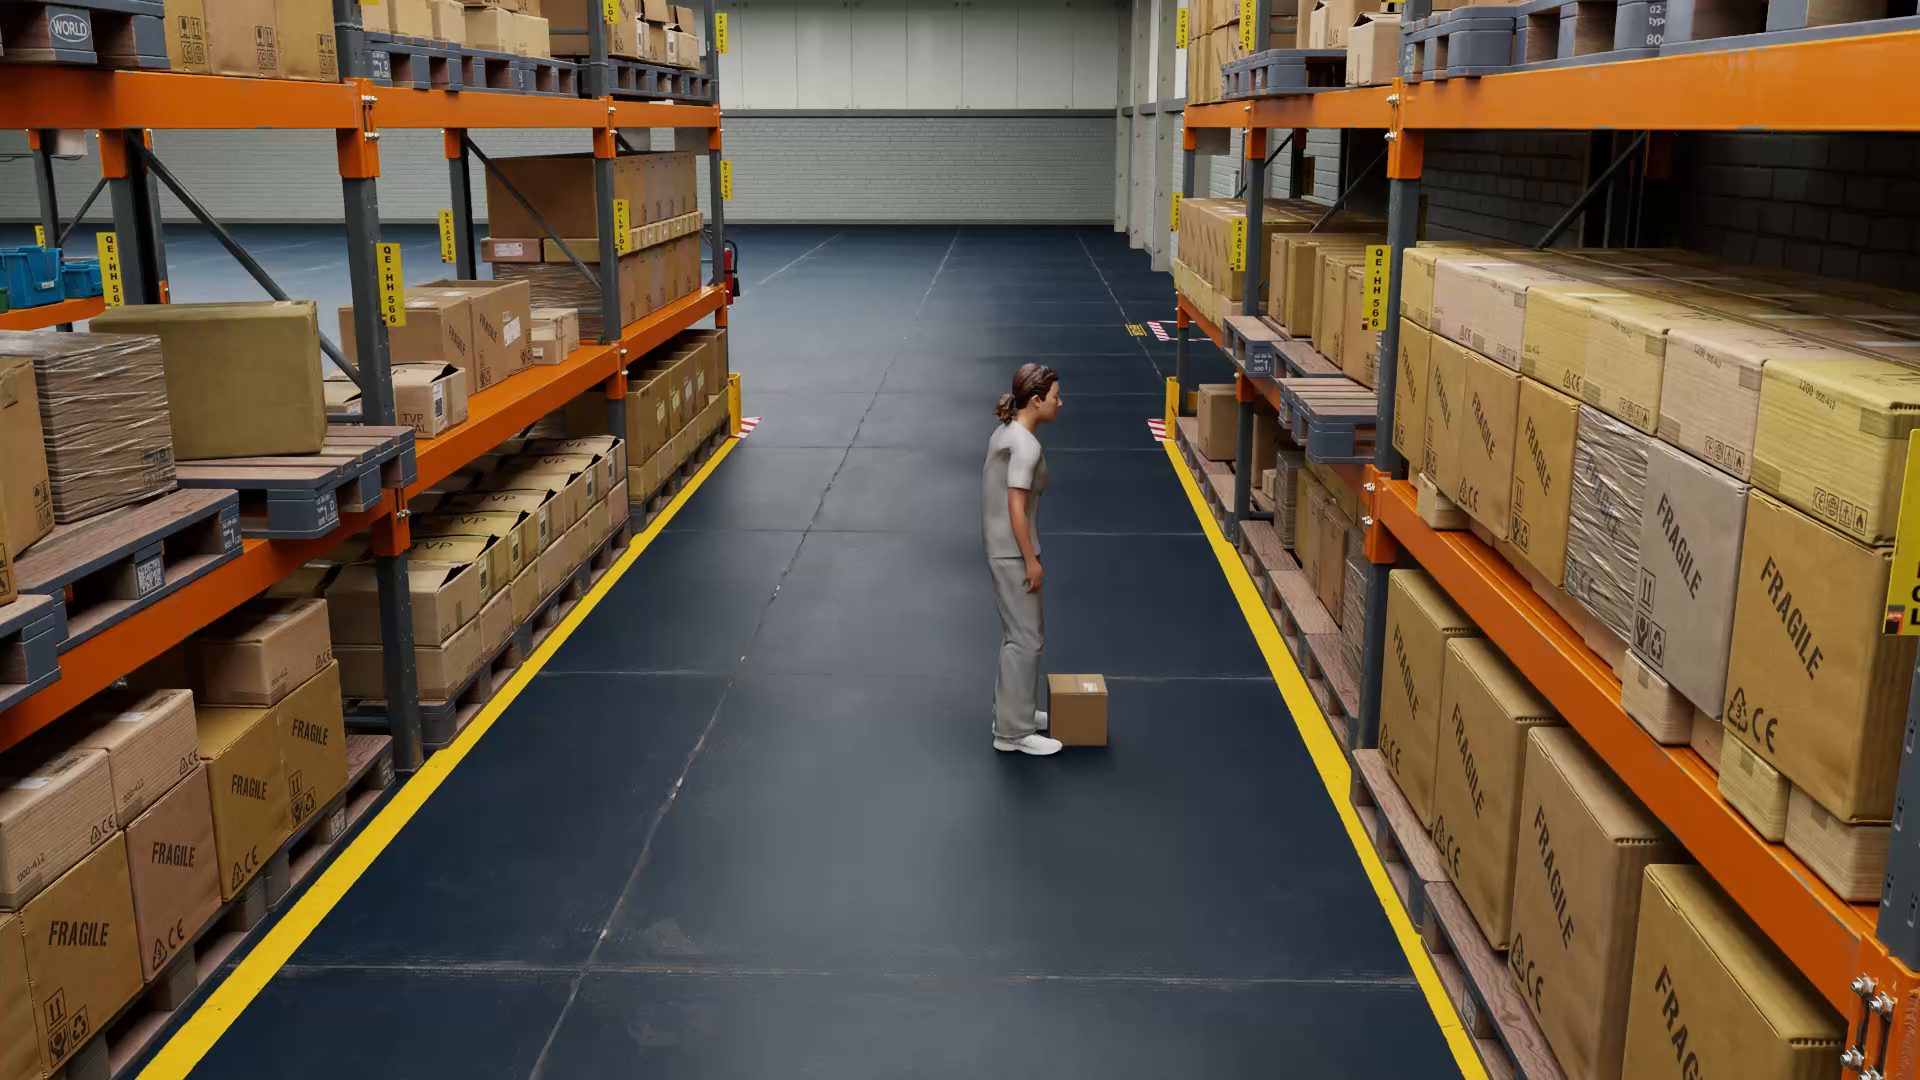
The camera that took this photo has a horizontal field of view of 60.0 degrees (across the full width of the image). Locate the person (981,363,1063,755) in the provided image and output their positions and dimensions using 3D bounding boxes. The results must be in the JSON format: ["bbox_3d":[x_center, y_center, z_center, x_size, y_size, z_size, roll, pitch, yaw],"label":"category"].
[{"bbox_3d":[0.274,0.067,7.235,0.364,1.672,0.514,0,14,-2],"label":"person"}]
